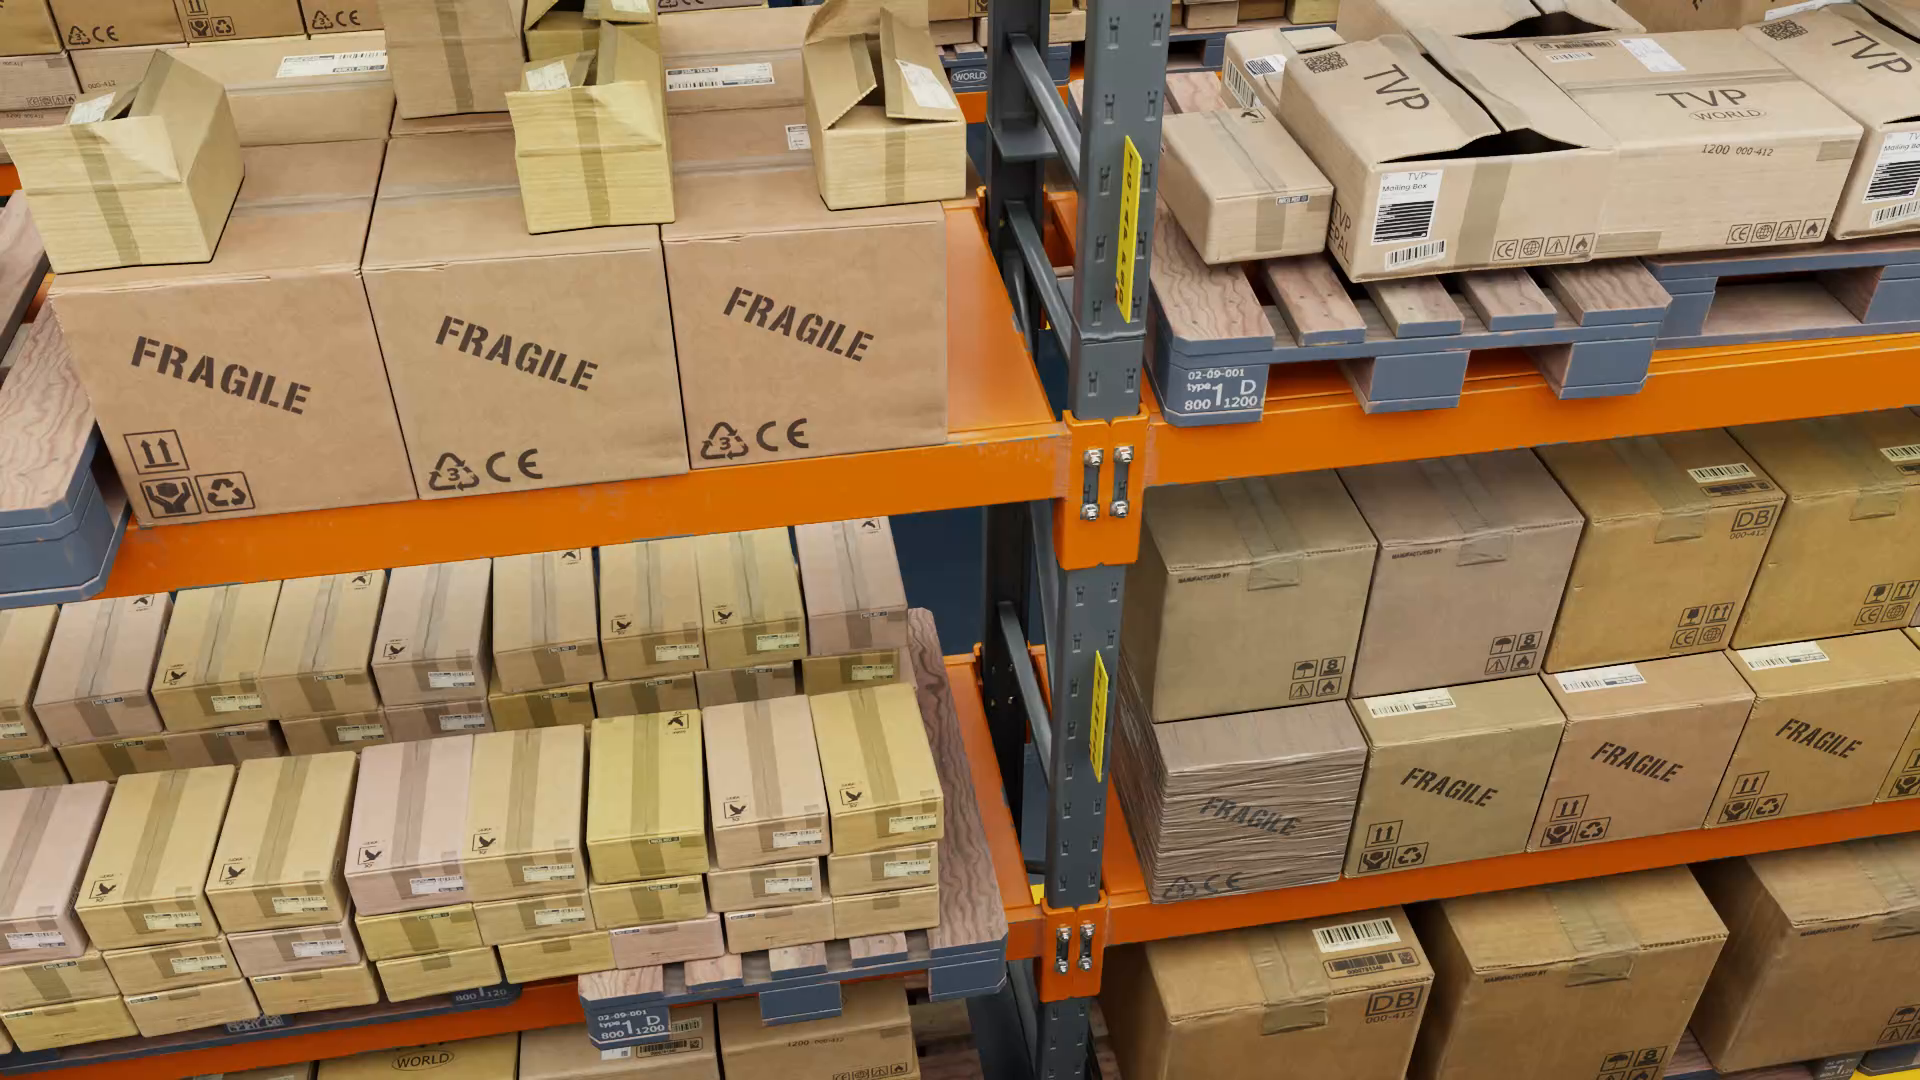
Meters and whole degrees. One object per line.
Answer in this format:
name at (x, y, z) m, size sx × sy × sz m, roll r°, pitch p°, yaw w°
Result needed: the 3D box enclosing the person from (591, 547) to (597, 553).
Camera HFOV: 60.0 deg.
person at (-1.042, 0.298, 6.040) m, size 0.873 × 1.350 × 0.415 m, roll -7°, pitch 39°, yaw -9°
